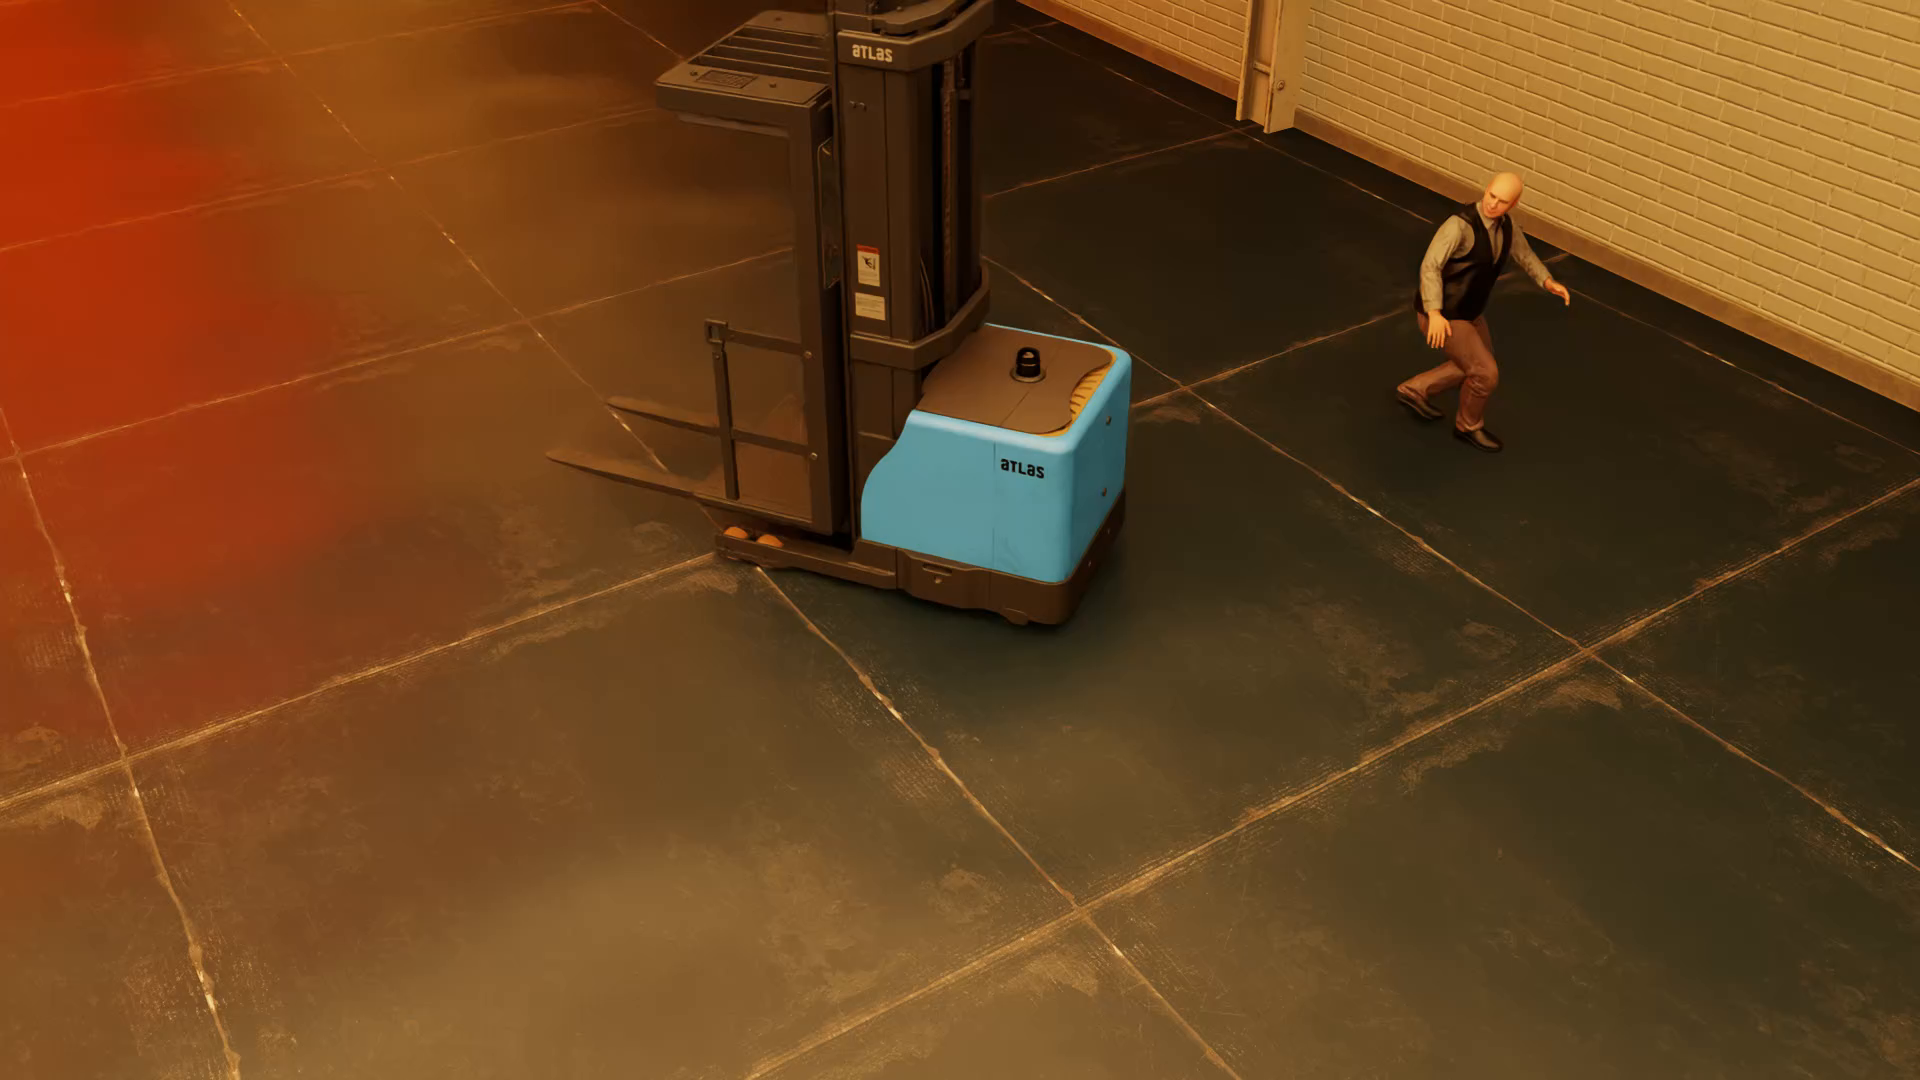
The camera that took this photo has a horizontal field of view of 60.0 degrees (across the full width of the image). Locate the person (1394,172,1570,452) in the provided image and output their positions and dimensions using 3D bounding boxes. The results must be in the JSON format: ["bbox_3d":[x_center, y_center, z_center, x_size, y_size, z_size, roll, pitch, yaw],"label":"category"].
[{"bbox_3d":[2.819,-1.204,9.031,0.815,1.595,0.857,24,42,30],"label":"person"}]

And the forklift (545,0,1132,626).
[{"bbox_3d":[-0.712,-1.322,8.029,3.031,2.935,1.130,13,37,18],"label":"forklift"}]
